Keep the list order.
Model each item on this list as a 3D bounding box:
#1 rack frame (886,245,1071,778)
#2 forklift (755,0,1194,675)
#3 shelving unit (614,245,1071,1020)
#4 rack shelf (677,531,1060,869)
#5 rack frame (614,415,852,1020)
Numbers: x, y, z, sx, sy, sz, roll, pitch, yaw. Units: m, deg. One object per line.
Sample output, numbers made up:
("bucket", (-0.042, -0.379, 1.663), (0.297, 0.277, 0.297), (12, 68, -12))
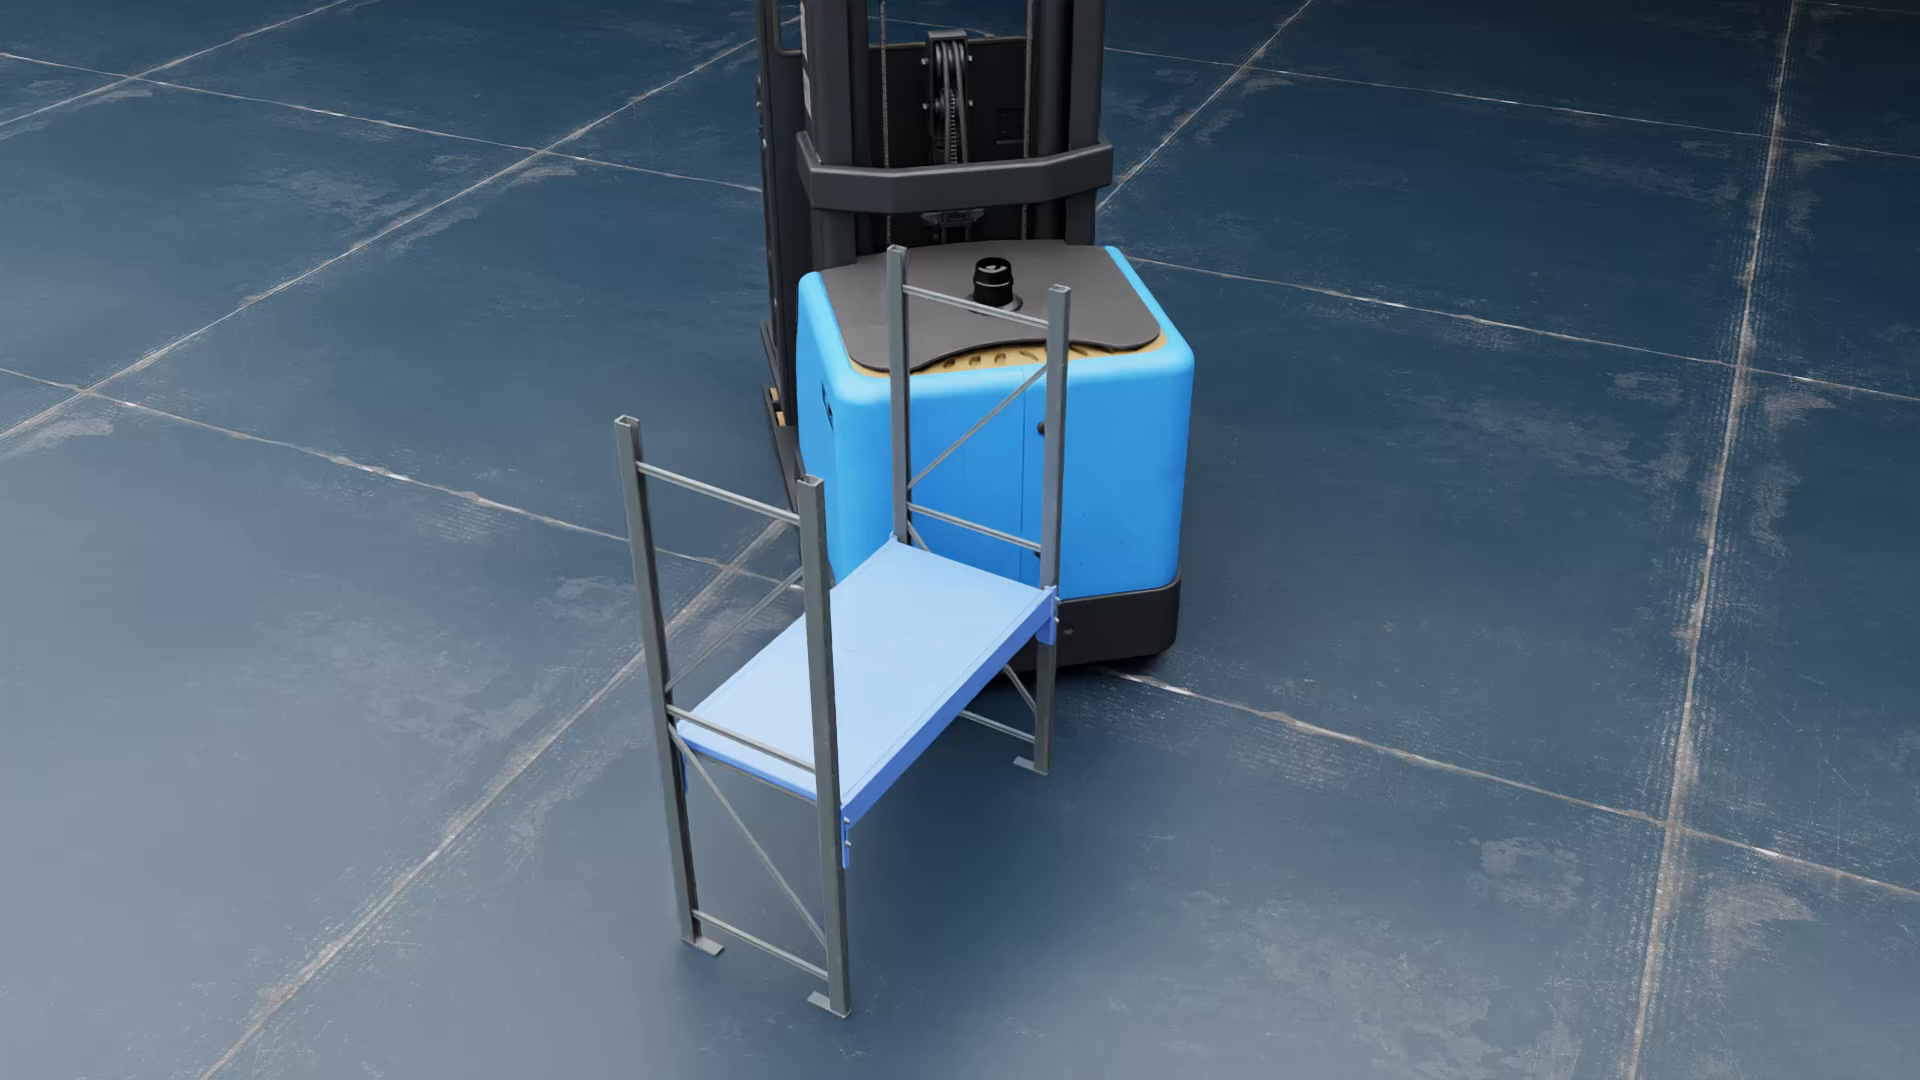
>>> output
("rack frame", (0.040, -0.031, 4.429), (0.500, 1.500, 0.032), (18, 37, 25))
("forklift", (-0.141, -1.578, 5.484), (1.130, 2.935, 3.031), (-7, 34, -10))
("shelving unit", (-0.222, 0.209, 4.064), (0.538, 1.500, 1.048), (18, 37, 25))
("rack shelf", (-0.222, 0.359, 4.163), (0.538, 0.185, 1.000), (18, 37, 25))
("rack frame", (-0.483, 0.448, 3.700), (0.500, 1.500, 0.032), (18, 37, 25))
